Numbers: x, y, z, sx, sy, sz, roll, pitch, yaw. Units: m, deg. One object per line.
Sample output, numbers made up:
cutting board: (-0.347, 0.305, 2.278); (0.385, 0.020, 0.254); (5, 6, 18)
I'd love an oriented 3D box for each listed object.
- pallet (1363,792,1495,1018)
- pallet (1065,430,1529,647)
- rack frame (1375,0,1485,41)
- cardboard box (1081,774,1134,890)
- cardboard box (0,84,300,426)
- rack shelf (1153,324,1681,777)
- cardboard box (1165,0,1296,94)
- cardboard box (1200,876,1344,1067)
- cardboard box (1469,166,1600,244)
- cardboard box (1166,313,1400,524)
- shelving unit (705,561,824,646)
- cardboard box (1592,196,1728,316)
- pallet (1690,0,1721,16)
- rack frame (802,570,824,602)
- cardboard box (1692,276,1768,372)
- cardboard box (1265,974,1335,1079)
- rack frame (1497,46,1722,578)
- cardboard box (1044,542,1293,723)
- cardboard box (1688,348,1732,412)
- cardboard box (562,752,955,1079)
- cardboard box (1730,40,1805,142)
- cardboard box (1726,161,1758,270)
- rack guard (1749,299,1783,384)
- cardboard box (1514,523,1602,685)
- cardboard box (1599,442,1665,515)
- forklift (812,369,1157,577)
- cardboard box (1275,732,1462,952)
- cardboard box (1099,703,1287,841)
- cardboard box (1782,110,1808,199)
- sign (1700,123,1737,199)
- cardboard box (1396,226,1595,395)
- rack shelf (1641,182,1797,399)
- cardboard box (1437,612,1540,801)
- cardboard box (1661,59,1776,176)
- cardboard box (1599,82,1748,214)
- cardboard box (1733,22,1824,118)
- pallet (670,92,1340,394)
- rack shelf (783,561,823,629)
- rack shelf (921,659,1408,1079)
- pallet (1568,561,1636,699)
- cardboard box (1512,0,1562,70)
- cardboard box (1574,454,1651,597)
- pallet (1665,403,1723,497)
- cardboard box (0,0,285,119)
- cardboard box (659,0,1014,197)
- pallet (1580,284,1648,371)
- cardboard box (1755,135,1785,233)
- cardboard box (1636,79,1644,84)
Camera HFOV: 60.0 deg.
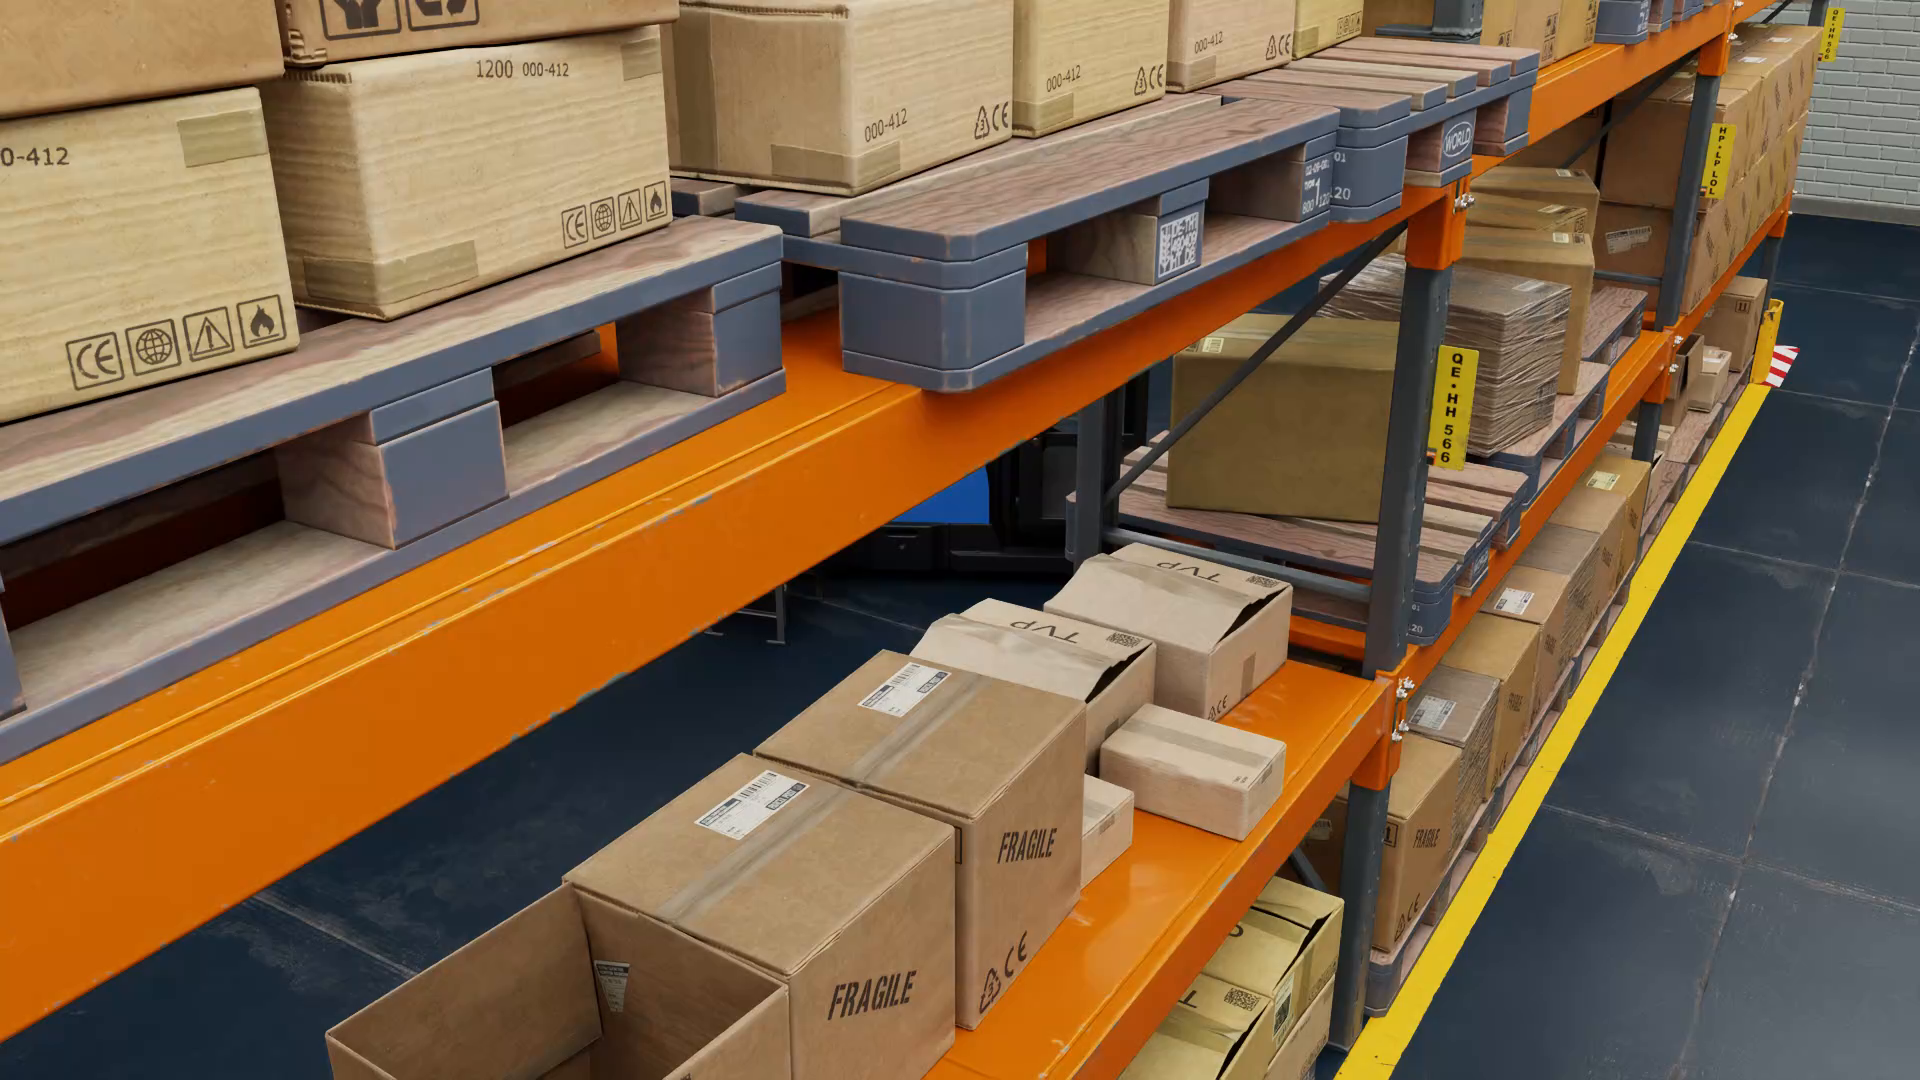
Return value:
pallet: (1.225, 1.113, 5.914); (1.003, 0.211, 1.213); (14, 27, 29)
pallet: (1.096, -0.078, 5.397); (1.213, 0.211, 1.003); (14, 27, 29)
rack frame: (0.799, -2.676, 3.605); (1.000, 3.000, 0.127); (14, 27, 29)
cardboard box: (0.174, 0.635, 3.825); (0.380, 0.149, 0.250); (16, 28, 33)
cardboard box: (-0.978, -0.279, 1.504); (0.500, 0.250, 0.500); (17, 29, 34)
rack shelf: (1.854, -0.268, 6.499); (1.077, 0.370, 4.000); (14, 27, 29)
cardboard box: (0.346, -1.078, 3.348); (0.500, 0.250, 0.500); (15, 27, 30)
cardboard box: (0.731, 1.117, 4.620); (0.500, 0.311, 0.500); (15, 27, 30)
cardboard box: (2.469, -1.399, 7.551); (0.700, 0.500, 0.500); (5, 24, 11)
cardboard box: (1.035, -0.398, 5.239); (0.700, 0.500, 0.500); (5, 24, 11)
shelving unit: (-0.924, -0.597, 7.486); (0.431, 2.100, 0.503); (7, 24, 15)
cardboard box: (3.409, -1.434, 8.161); (0.500, 0.500, 0.500); (15, 27, 30)
pallet: (2.505, -2.358, 6.882); (1.213, 0.211, 1.003); (14, 27, 29)
rack frame: (-0.855, -0.690, 7.701); (0.400, 2.100, 0.015); (7, 24, 15)
cardboard box: (4.941, -1.443, 10.900); (0.500, 0.500, 0.500); (14, 27, 29)
cardboard box: (0.728, 1.375, 4.731); (0.500, 0.250, 0.500); (15, 27, 30)
rack frame: (2.909, -1.273, 7.915); (1.000, 3.000, 0.127); (14, 27, 29)
cardboard box: (0.570, 0.232, 4.552); (0.500, 0.311, 0.500); (16, 28, 32)
cardboard box: (4.414, -1.014, 10.223); (0.500, 0.250, 0.500); (14, 27, 29)
cardboard box: (-0.350, 0.779, 3.050); (0.500, 0.500, 0.500); (14, 27, 29)
cardboard box: (4.482, -2.573, 9.534); (0.500, 0.500, 0.500); (15, 27, 30)
cardboard box: (3.942, -1.776, 8.950); (0.500, 0.500, 0.500); (14, 27, 29)
rack guard: (4.978, -1.450, 11.471); (1.175, 0.500, 0.348); (14, 27, 29)
cardboard box: (2.359, 0.233, 7.029); (0.500, 0.500, 0.500); (14, 27, 30)
cardboard box: (3.314, -0.337, 8.584); (0.500, 0.311, 0.500); (14, 27, 29)
forklift: (0.623, -1.332, 8.137); (3.031, 2.935, 1.130); (1, 23, 3)
cardboard box: (1.281, 0.928, 5.422); (0.500, 0.500, 0.500); (15, 28, 31)
cardboard box: (0.559, 0.554, 4.011); (0.380, 0.149, 0.250); (14, 27, 29)
cardboard box: (5.013, -2.461, 10.533); (0.500, 0.500, 0.500); (15, 27, 31)
sign: (3.382, -1.689, 7.419); (0.100, 0.325, 0.005); (14, 27, 29)
cardboard box: (2.029, -0.902, 6.404); (0.700, 0.500, 0.500); (7, 24, 16)
rack shelf: (3.964, -1.618, 9.617); (1.077, 0.370, 4.000); (14, 27, 29)
cardboard box: (1.822, 0.582, 6.222); (0.500, 0.500, 0.500); (13, 27, 28)
cardboard box: (3.939, -2.225, 8.731); (0.500, 0.500, 0.500); (13, 27, 27)
cardboard box: (3.396, -1.878, 7.928); (0.500, 0.500, 0.500); (15, 27, 30)
cardboard box: (5.017, -2.920, 10.335); (0.500, 0.500, 0.500); (14, 27, 29)
pallet: (-0.071, -0.587, 2.792); (1.003, 0.211, 1.213); (15, 28, 31)
rack shelf: (-0.924, 0.058, 7.770); (0.431, 0.518, 0.480); (7, 24, 15)
rack shelf: (-0.256, 1.082, 3.380); (1.077, 0.370, 4.000); (14, 27, 29)
pallet: (2.512, 0.289, 7.817); (1.003, 0.211, 1.213); (14, 27, 29)
cardboard box: (1.269, -1.672, 4.935); (0.910, 0.500, 0.500); (14, 27, 29)
cardboard box: (2.892, -0.101, 7.801); (0.500, 0.500, 0.500); (14, 27, 29)
pallet: (3.914, -0.638, 9.959); (1.003, 0.211, 1.213); (14, 27, 29)
cardboard box: (-0.953, -0.617, 1.341); (0.500, 0.500, 0.500); (14, 27, 30)
cardboard box: (-0.251, -0.706, 2.489); (0.500, 0.250, 0.500); (11, 26, 25)
pallet: (2.394, -0.938, 7.383); (1.003, 0.211, 1.213); (14, 27, 29)
cardboard box: (4.475, -2.118, 9.740); (0.500, 0.500, 0.500); (14, 27, 29)
cardboard box: (3.223, -2.176, 8.617); (0.500, 0.500, 0.500); (13, 27, 28)
